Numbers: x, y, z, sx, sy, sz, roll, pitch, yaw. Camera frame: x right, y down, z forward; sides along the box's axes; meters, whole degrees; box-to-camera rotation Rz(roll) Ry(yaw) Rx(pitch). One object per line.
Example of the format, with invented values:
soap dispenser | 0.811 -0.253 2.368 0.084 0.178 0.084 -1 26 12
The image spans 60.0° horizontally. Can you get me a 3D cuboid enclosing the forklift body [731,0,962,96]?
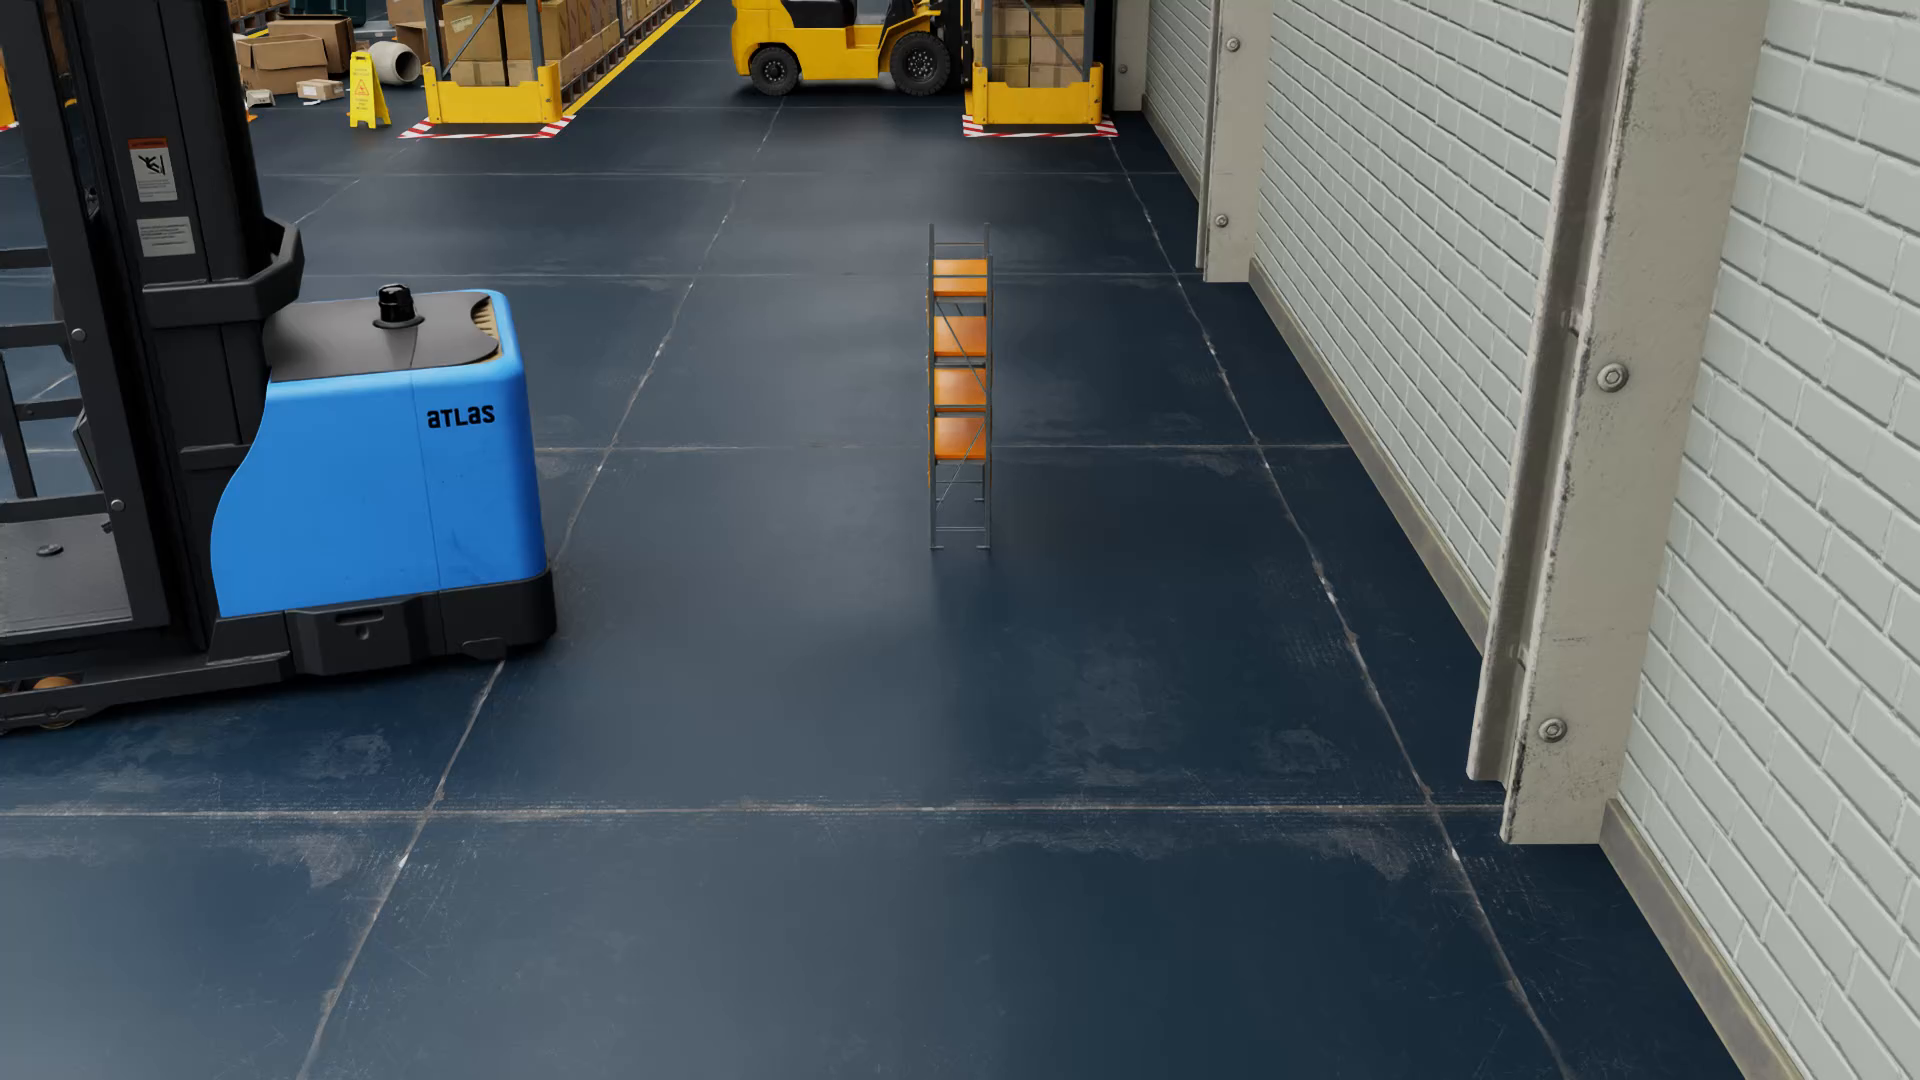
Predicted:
forklift body | -1.142 -5.611 16.546 2.313 2.155 1.214 0 24 -1

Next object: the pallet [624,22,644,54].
pallet | -4.314 -5.899 19.537 1.003 0.211 1.213 0 24 -1

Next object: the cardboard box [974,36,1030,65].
cardboard box | 0.385 -4.590 15.479 0.500 0.250 0.500 -1 24 -1

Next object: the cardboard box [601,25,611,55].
cardboard box | -4.013 -5.326 17.712 0.500 0.250 0.500 -1 24 -2

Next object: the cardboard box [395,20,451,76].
cardboard box | -5.653 -5.263 17.778 0.500 0.500 0.500 19 30 35

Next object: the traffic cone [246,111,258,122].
traffic cone | -6.661 -4.071 15.190 0.336 0.463 0.334 0 24 -1

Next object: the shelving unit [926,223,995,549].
shelving unit | -0.002 -0.615 6.654 0.258 1.200 0.503 0 24 -1

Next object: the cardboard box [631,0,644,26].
cardboard box | -4.323 -6.355 19.841 0.950 0.372 0.625 1 24 3

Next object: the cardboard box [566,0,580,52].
cardboard box | -4.003 -5.040 16.170 0.500 0.500 0.500 -1 24 -3

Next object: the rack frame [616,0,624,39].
rack frame | -4.304 -6.849 18.253 1.000 3.000 0.127 0 24 -1

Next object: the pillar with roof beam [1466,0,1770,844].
pillar with roof beam | -2.577 -3.285 3.093 9.100 9.000 0.400 0 24 -1

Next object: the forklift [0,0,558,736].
forklift | -2.999 -0.942 5.276 3.031 2.935 1.130 -7 25 -16

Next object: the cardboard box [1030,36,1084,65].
cardboard box | 0.906 -4.585 15.469 0.500 0.250 0.500 0 24 0

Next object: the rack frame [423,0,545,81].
rack frame | -4.260 -5.201 14.609 1.000 3.000 0.127 0 24 -1

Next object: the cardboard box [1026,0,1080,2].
cardboard box | 0.878 -5.023 15.830 0.500 0.250 0.500 0 24 0

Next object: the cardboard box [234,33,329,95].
cardboard box | -6.811 -4.776 16.698 0.797 0.503 0.637 -19 31 -36

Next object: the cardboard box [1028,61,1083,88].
cardboard box | 0.893 -4.366 15.591 0.500 0.250 0.500 0 24 0

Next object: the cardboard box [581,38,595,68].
cardboard box | -4.009 -4.908 16.789 0.500 0.250 0.500 1 24 3

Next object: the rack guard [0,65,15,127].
rack guard | -9.208 -3.988 14.961 1.175 0.500 0.348 0 24 -1

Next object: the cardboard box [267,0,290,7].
cardboard box | -9.379 -7.348 21.577 1.050 0.750 0.750 -1 24 -1

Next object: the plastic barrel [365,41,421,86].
plastic barrel | -5.797 -4.871 17.006 0.512 0.421 0.421 19 30 35

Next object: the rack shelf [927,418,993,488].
rack shelf | -0.002 -0.373 6.763 0.258 0.148 0.480 0 24 -1

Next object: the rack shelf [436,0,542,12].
rack shelf | -4.282 -5.697 16.579 1.077 0.370 4.000 0 24 -1

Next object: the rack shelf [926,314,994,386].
rack shelf | -0.002 -0.757 6.589 0.258 0.148 0.480 0 24 -1

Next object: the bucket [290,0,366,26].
bucket | -6.946 -5.940 18.372 0.726 0.611 0.620 8 16 18

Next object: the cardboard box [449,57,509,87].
cardboard box | -4.538 -4.481 15.844 0.500 0.250 0.500 0 24 -1

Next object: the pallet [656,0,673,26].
pallet | -4.340 -6.905 21.760 1.003 0.211 1.213 0 24 -1

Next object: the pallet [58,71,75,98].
pallet | -9.306 -4.697 16.879 1.003 0.211 1.213 0 24 -1

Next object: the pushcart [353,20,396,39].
pushcart | -6.583 -5.623 18.725 1.648 0.377 0.936 -9 26 -19

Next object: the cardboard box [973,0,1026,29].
cardboard box | 0.375 -5.017 15.817 0.500 0.250 0.500 0 24 0

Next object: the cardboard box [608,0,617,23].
cardboard box | -4.029 -5.886 18.042 0.500 0.500 0.500 -1 24 -1

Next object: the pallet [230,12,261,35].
pallet | -9.352 -6.336 20.503 1.003 0.211 1.213 0 24 -1

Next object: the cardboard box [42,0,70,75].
cardboard box | -9.294 -5.002 16.238 0.875 0.875 0.875 -1 24 -1

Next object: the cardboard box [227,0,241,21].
cardboard box | -9.356 -6.604 19.932 1.050 0.750 0.750 0 24 -1

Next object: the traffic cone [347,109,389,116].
traffic cone | -5.555 -4.216 15.510 0.336 0.463 0.334 0 24 -1

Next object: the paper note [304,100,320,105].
paper note | -6.261 -4.228 16.062 0.148 0.019 0.142 -9 26 -19

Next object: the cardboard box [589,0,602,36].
cardboard box | -4.015 -5.467 17.114 0.500 0.500 0.500 1 24 2

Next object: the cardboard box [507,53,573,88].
cardboard box | -3.992 -4.473 15.826 0.500 0.250 0.500 0 24 -1

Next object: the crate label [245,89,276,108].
crate label | -6.732 -4.246 15.972 0.250 0.136 0.298 -14 28 -28

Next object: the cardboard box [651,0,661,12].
cardboard box | -4.335 -6.954 21.165 0.950 0.372 0.625 -1 24 -2

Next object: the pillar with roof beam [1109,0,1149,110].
pillar with roof beam | -2.708 -8.229 14.026 9.100 9.000 0.400 0 24 -1

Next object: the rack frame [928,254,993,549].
rack frame | 0.001 -0.514 6.431 0.240 1.200 0.015 0 24 -1

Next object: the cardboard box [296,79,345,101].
cardboard box | -6.294 -4.432 16.370 0.380 0.149 0.250 13 27 27

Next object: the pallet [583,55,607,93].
pallet | -4.245 -4.798 17.102 1.003 0.211 1.213 0 24 -1
